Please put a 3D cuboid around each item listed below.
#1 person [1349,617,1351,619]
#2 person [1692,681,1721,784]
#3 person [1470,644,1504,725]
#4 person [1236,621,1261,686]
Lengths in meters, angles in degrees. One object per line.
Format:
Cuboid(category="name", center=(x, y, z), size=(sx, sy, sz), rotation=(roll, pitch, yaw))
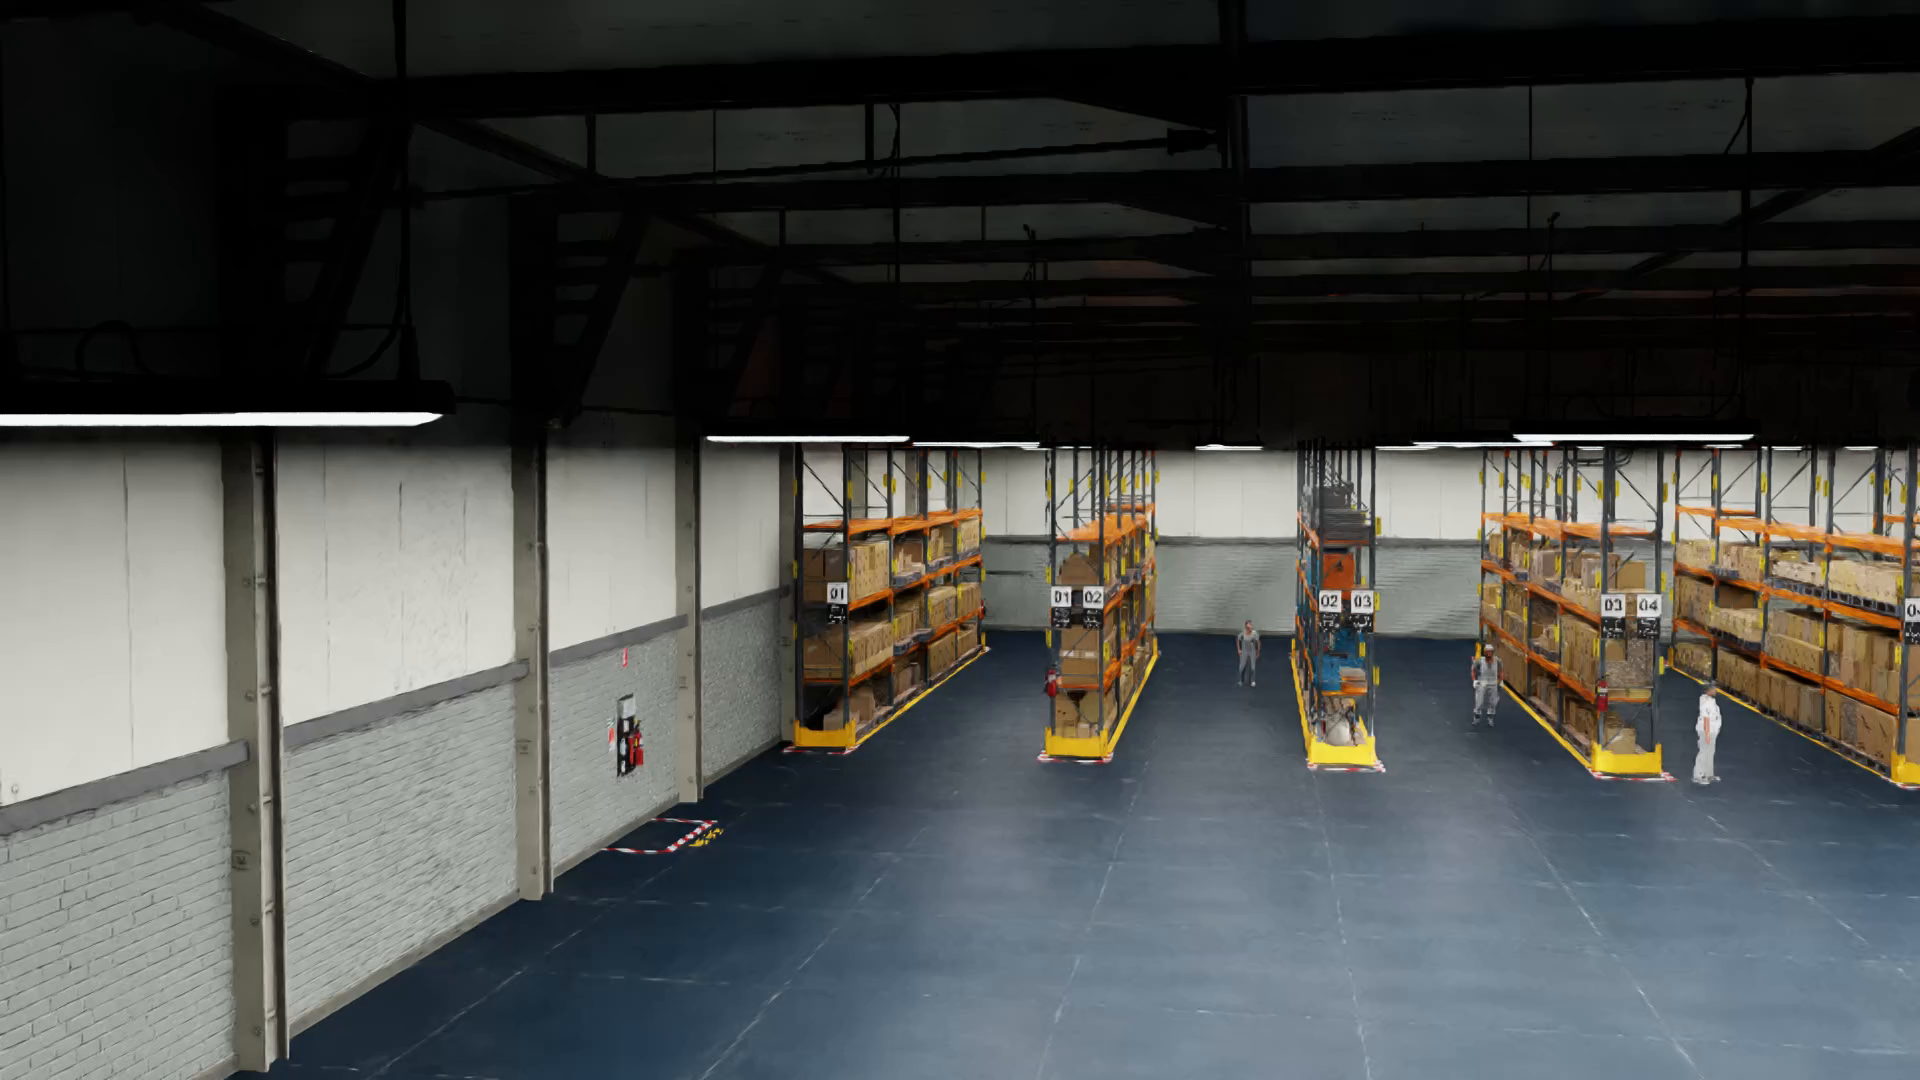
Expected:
Cuboid(category="person", center=(11.295, 2.328, 48.586), size=(0.666, 1.669, 0.470), rotation=(-2, 4, -35))
Cuboid(category="person", center=(12.931, 3.317, 28.747), size=(0.471, 1.758, 0.679), rotation=(1, 3, 20))
Cuboid(category="person", center=(11.014, 3.022, 34.725), size=(0.677, 1.742, 0.552), rotation=(0, 3, 8))
Cuboid(category="person", center=(7.059, 2.767, 40.708), size=(0.580, 1.617, 0.503), rotation=(0, 3, 9))
